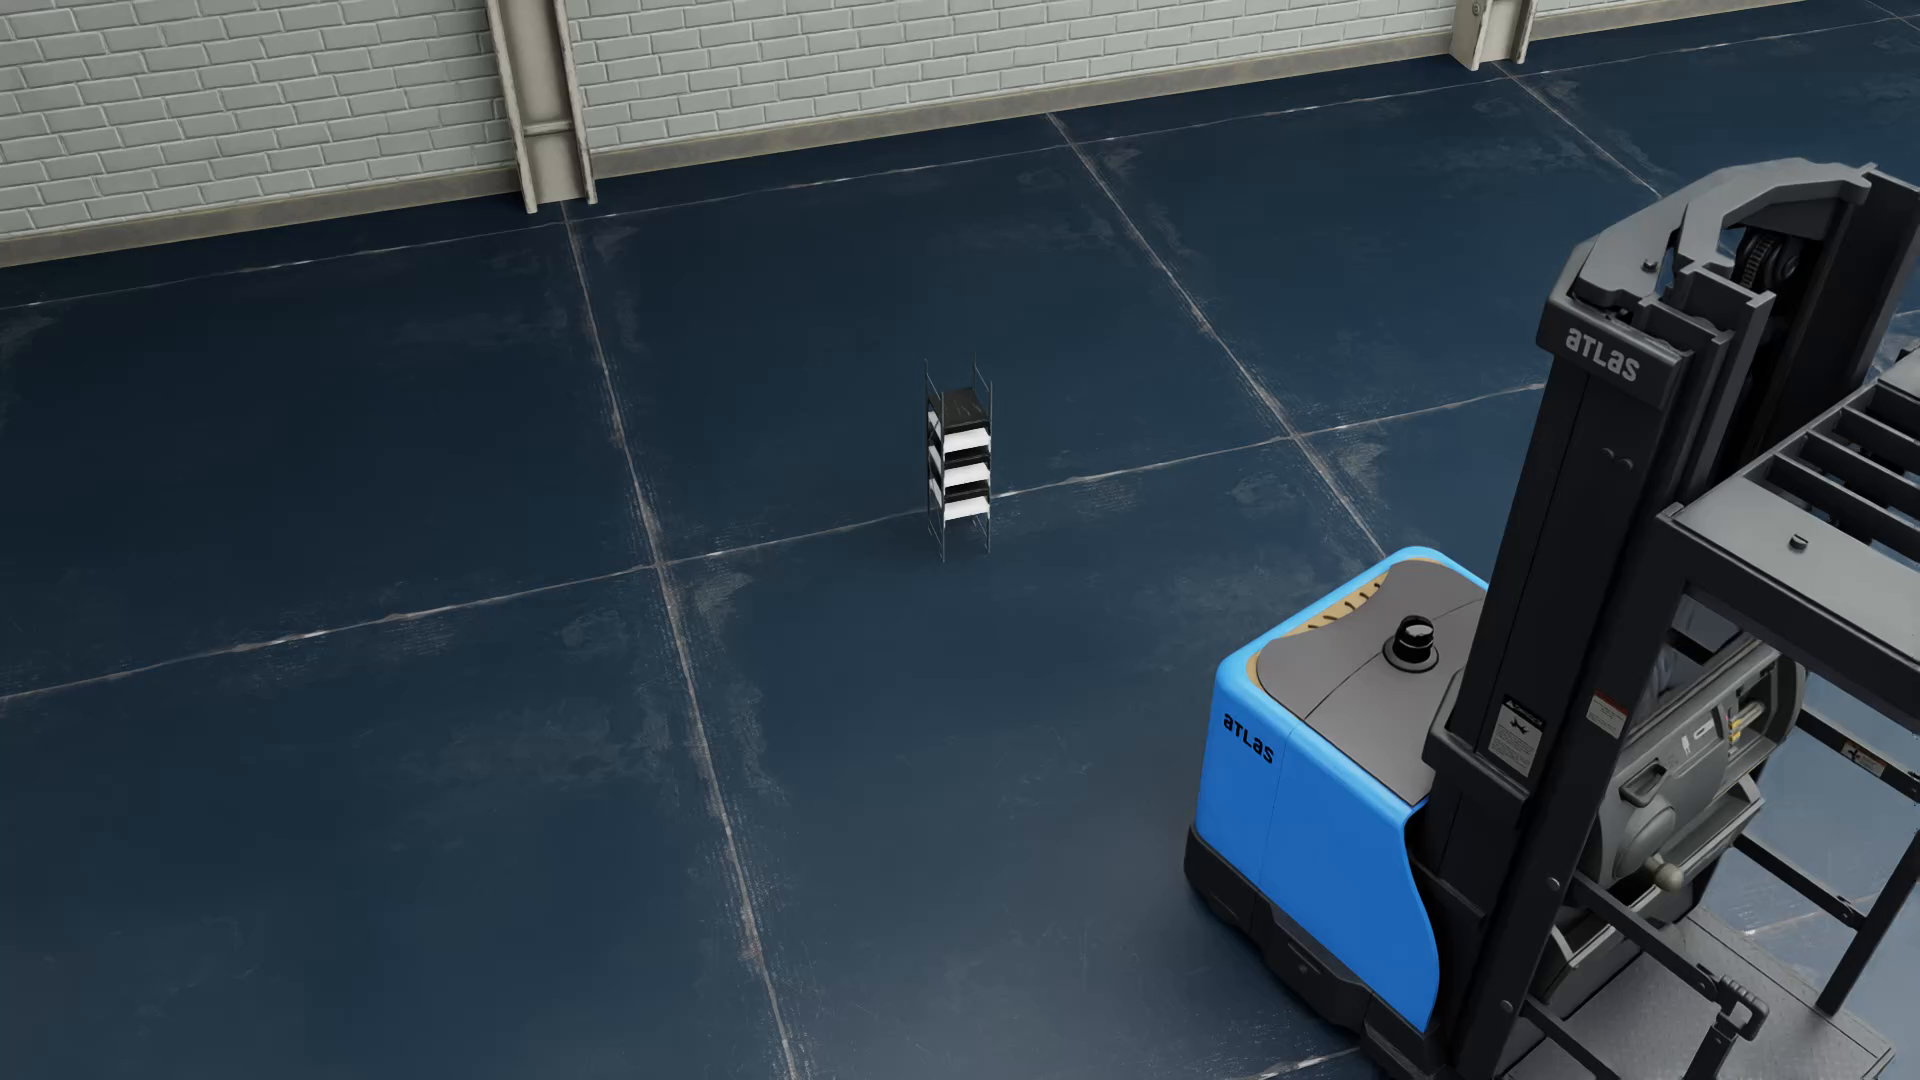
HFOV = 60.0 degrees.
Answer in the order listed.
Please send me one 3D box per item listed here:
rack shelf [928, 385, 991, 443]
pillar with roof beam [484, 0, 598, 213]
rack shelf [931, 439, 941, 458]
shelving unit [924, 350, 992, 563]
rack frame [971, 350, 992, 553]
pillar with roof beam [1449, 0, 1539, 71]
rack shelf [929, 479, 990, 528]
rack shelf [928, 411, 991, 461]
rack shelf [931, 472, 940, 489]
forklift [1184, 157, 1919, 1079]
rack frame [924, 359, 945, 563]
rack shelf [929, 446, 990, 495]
[{"bbox_3d":[-0.008,-0.516,6.796,0.200,0.077,0.258,-12,42,-13],"label":"rack shelf"},{"bbox_3d":[-0.998,-2.659,3.454,0.400,9.000,9.100,-12,42,-13],"label":"pillar with roof beam"},{"bbox_3d":[-0.008,-0.391,6.905,0.184,0.015,0.199,-12,42,-13],"label":"rack shelf"},{"bbox_3d":[-0.008,-0.337,6.952,0.210,0.900,0.258,-12,42,-13],"label":"shelving unit"},{"bbox_3d":[0.089,-0.357,6.975,0.006,0.900,0.240,-12,42,-13],"label":"rack frame"},{"bbox_3d":[4.725,-3.845,4.811,0.400,9.000,9.100,-12,42,-13],"label":"pillar with roof beam"},{"bbox_3d":[-0.008,-0.177,7.092,0.200,0.077,0.258,-12,42,-13],"label":"rack shelf"},{"bbox_3d":[-0.008,-0.448,6.856,0.200,0.077,0.258,-12,42,-13],"label":"rack shelf"},{"bbox_3d":[-0.008,-0.256,7.023,0.184,0.015,0.199,-12,42,-13],"label":"rack shelf"},{"bbox_3d":[2.090,0.658,4.269,1.130,2.935,3.031,-27,48,-28],"label":"forklift"},{"bbox_3d":[-0.105,-0.317,6.929,0.006,0.900,0.240,-12,42,-13],"label":"rack frame"},{"bbox_3d":[-0.008,-0.312,6.974,0.200,0.077,0.258,-12,42,-13],"label":"rack shelf"}]
